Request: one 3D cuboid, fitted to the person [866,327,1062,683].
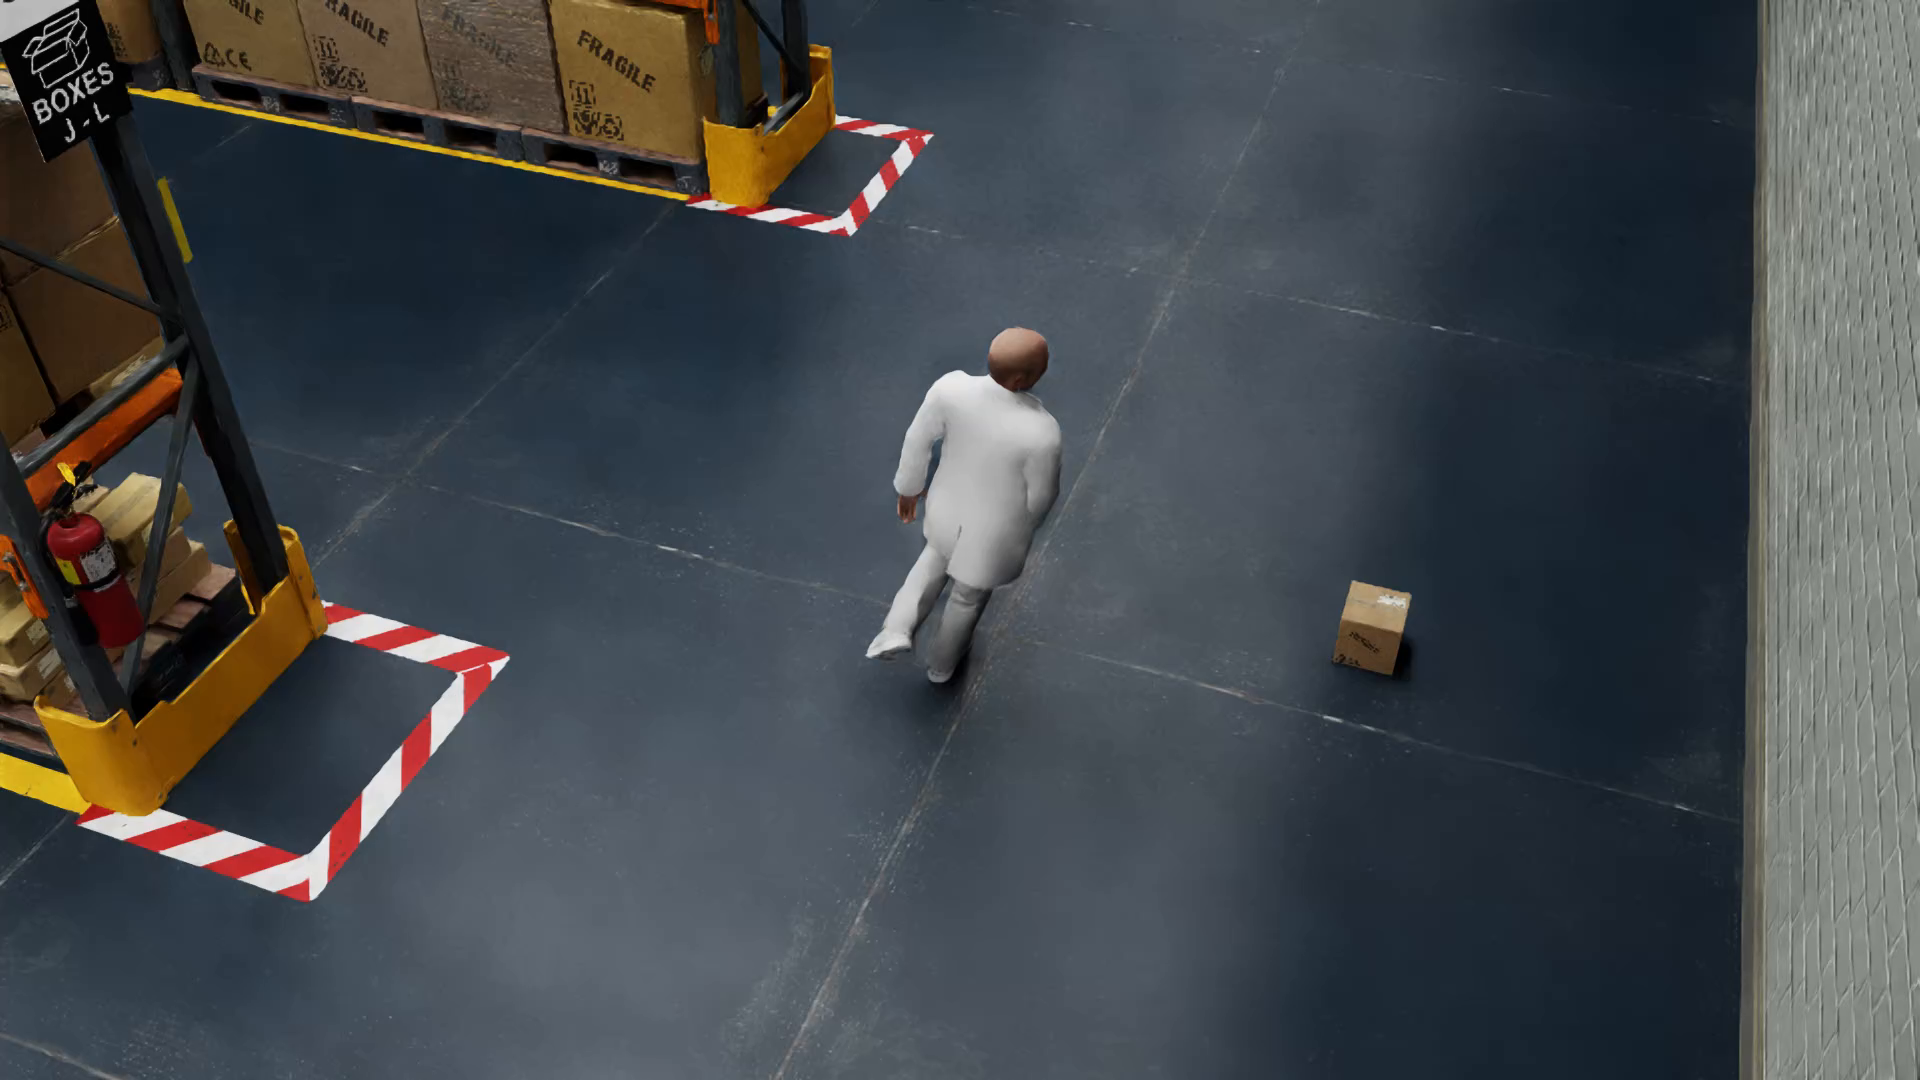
[{"bbox_3d":[0.028,-0.092,6.278,0.754,1.749,0.562,21,45,23],"label":"person"}]
